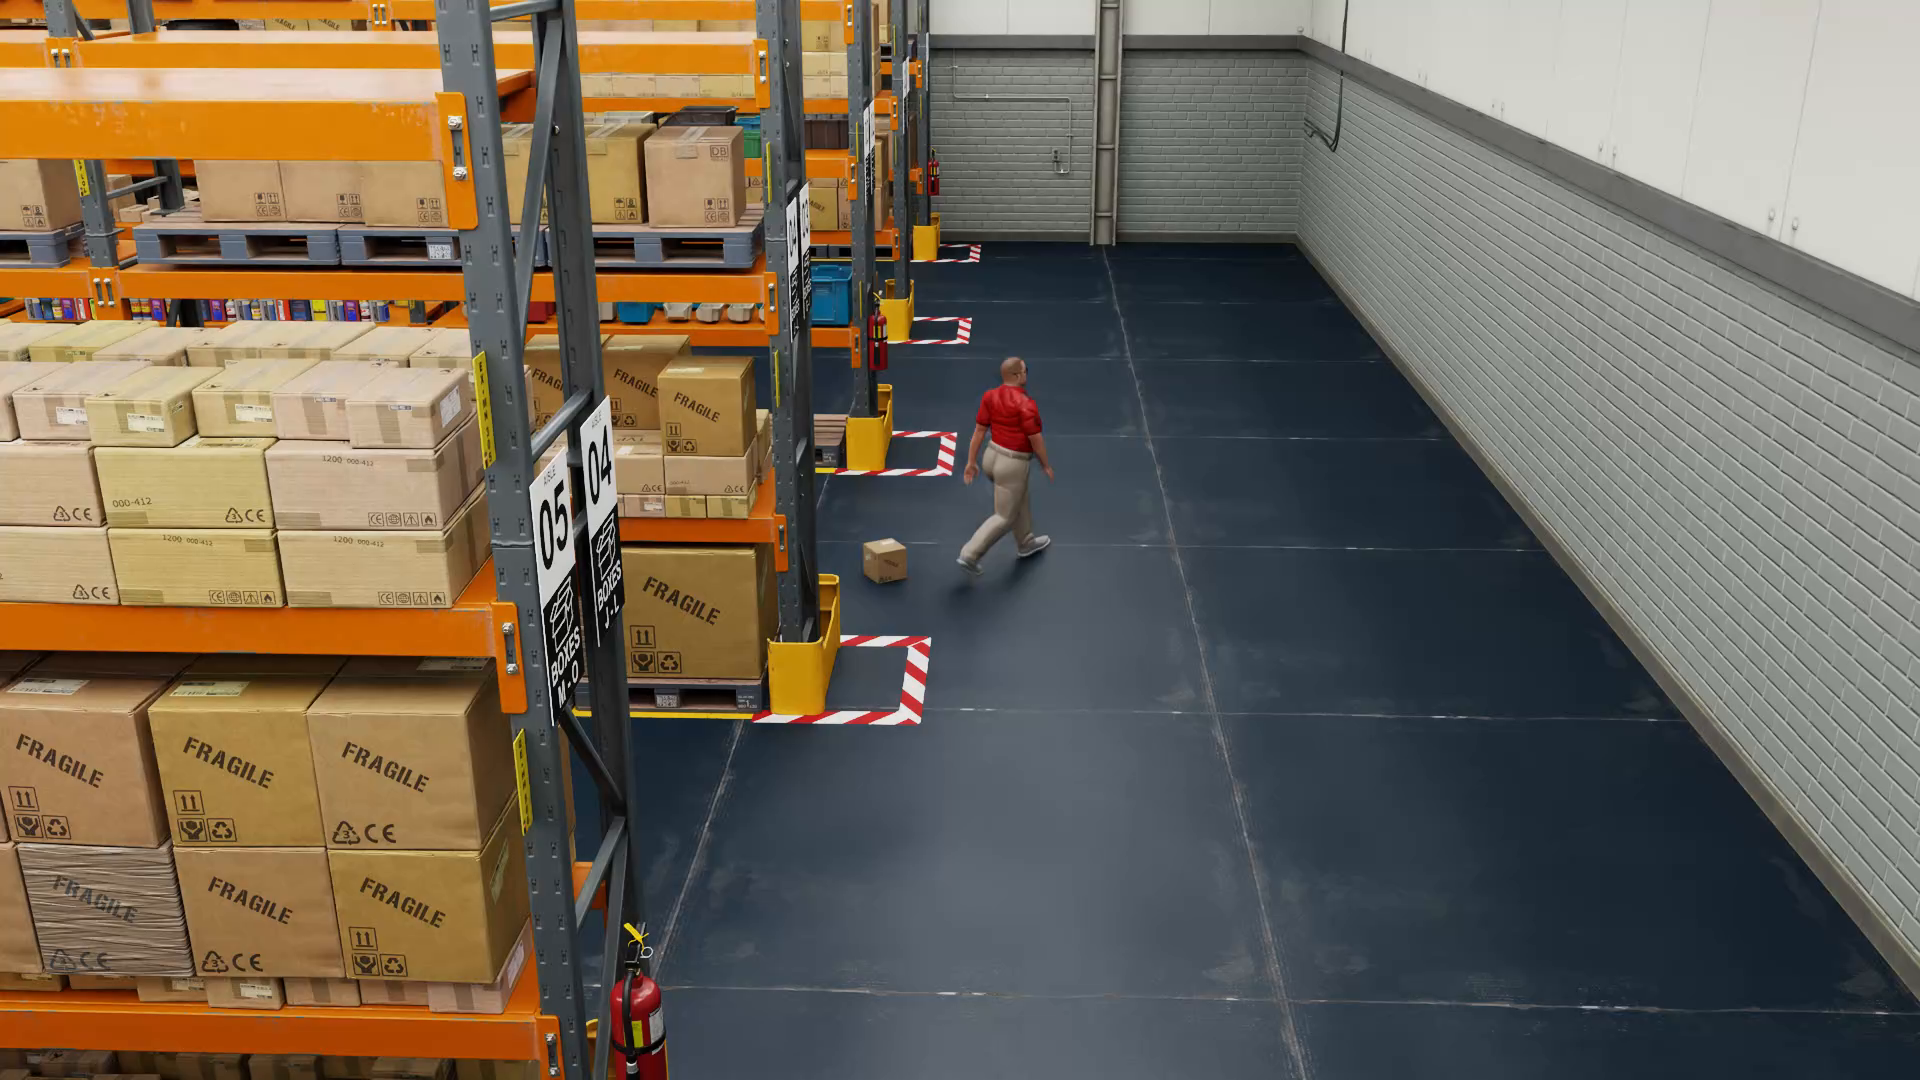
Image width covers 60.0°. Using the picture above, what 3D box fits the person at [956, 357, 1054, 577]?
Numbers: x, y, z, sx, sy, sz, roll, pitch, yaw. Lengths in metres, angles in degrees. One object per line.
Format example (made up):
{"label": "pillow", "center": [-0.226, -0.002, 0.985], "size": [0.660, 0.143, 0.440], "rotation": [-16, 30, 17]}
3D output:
{"label": "person", "center": [0.354, -0.569, 12.652], "size": [1.095, 1.663, 0.580], "rotation": [-15, 25, -35]}
